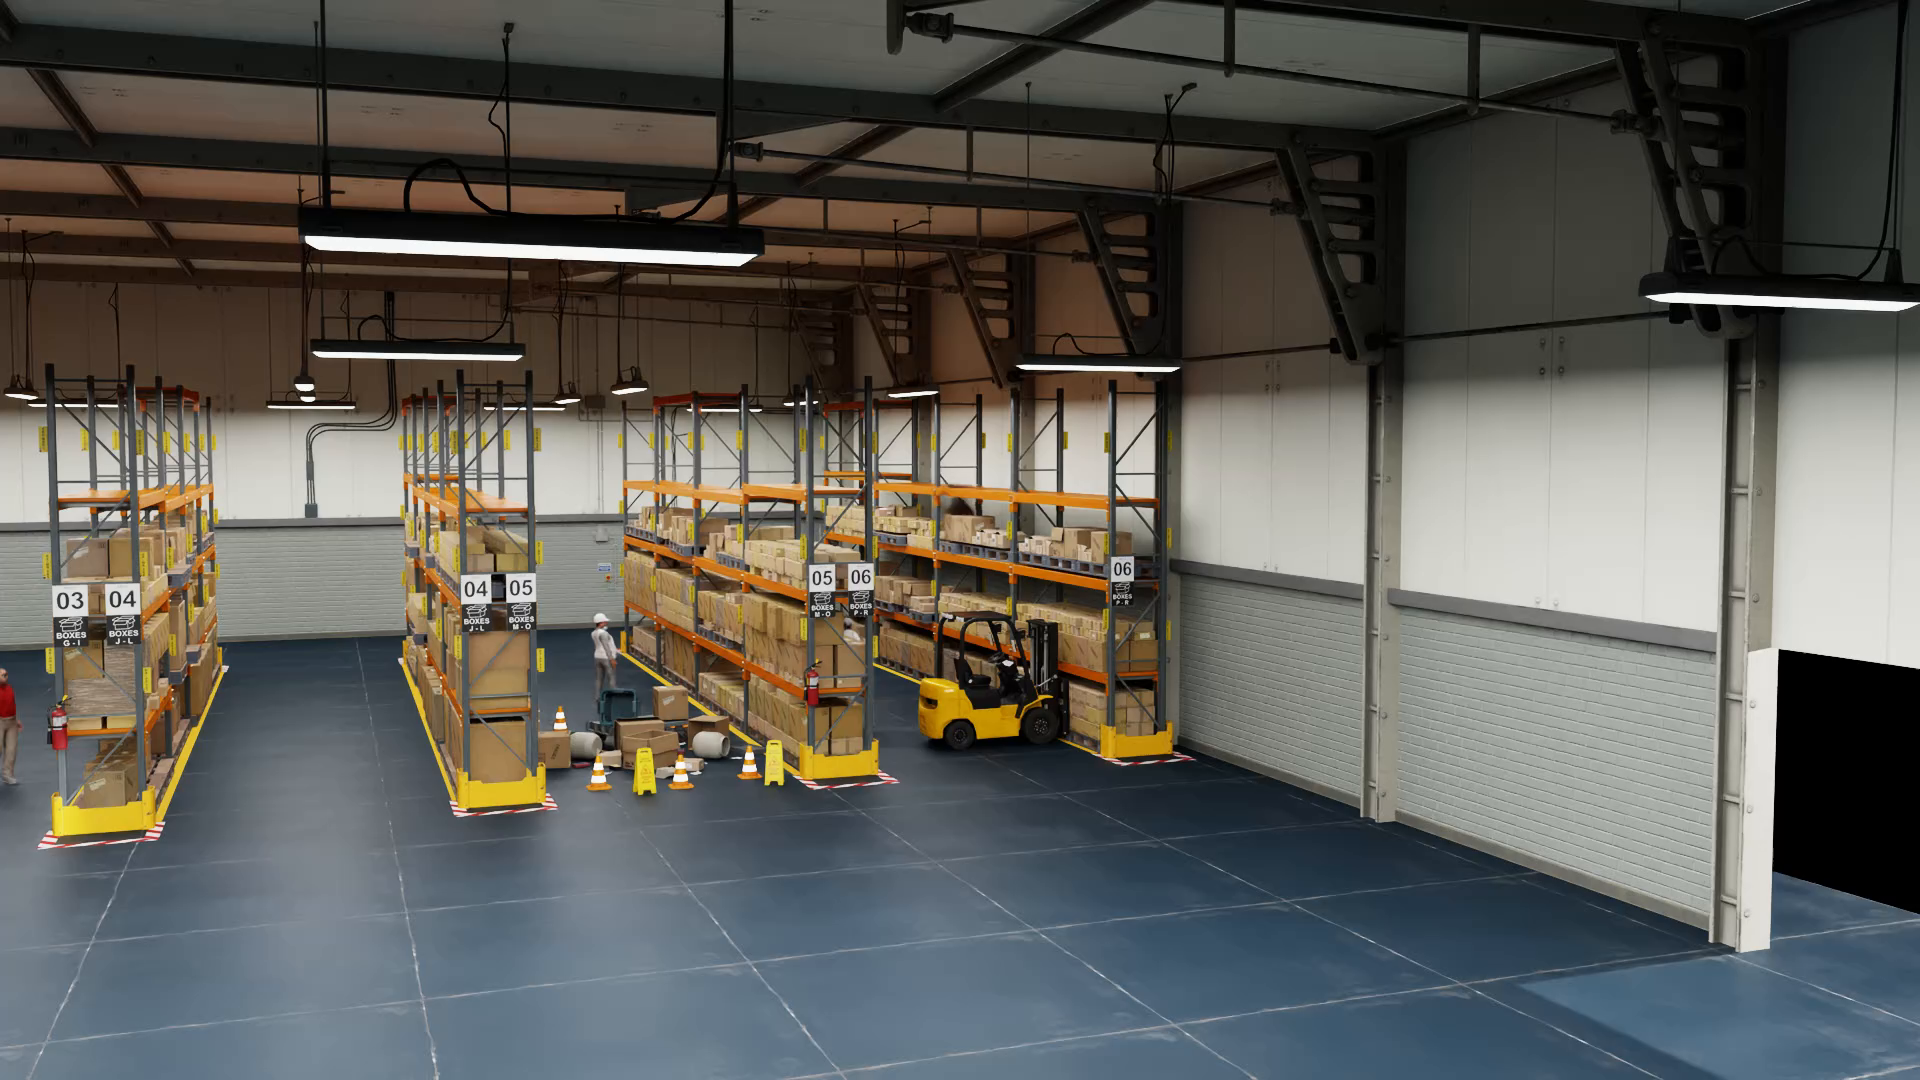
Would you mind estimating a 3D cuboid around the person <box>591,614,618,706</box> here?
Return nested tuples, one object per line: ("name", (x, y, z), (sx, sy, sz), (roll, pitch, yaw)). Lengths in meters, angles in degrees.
("person", (-6.729, 2.272, 31.594), (0.596, 1.760, 0.483), (2, 4, 34))

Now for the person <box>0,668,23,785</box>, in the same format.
("person", (-14.009, 2.768, 24.355), (0.392, 1.815, 0.598), (1, 4, 23))

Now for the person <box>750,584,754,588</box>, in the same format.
("person", (-4.942, 1.869, 39.302), (0.382, 1.669, 0.456), (-3, 4, -41))

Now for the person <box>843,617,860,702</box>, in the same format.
("person", (-2.028, 2.208, 29.865), (0.512, 1.666, 0.442), (-1, 3, -17))
